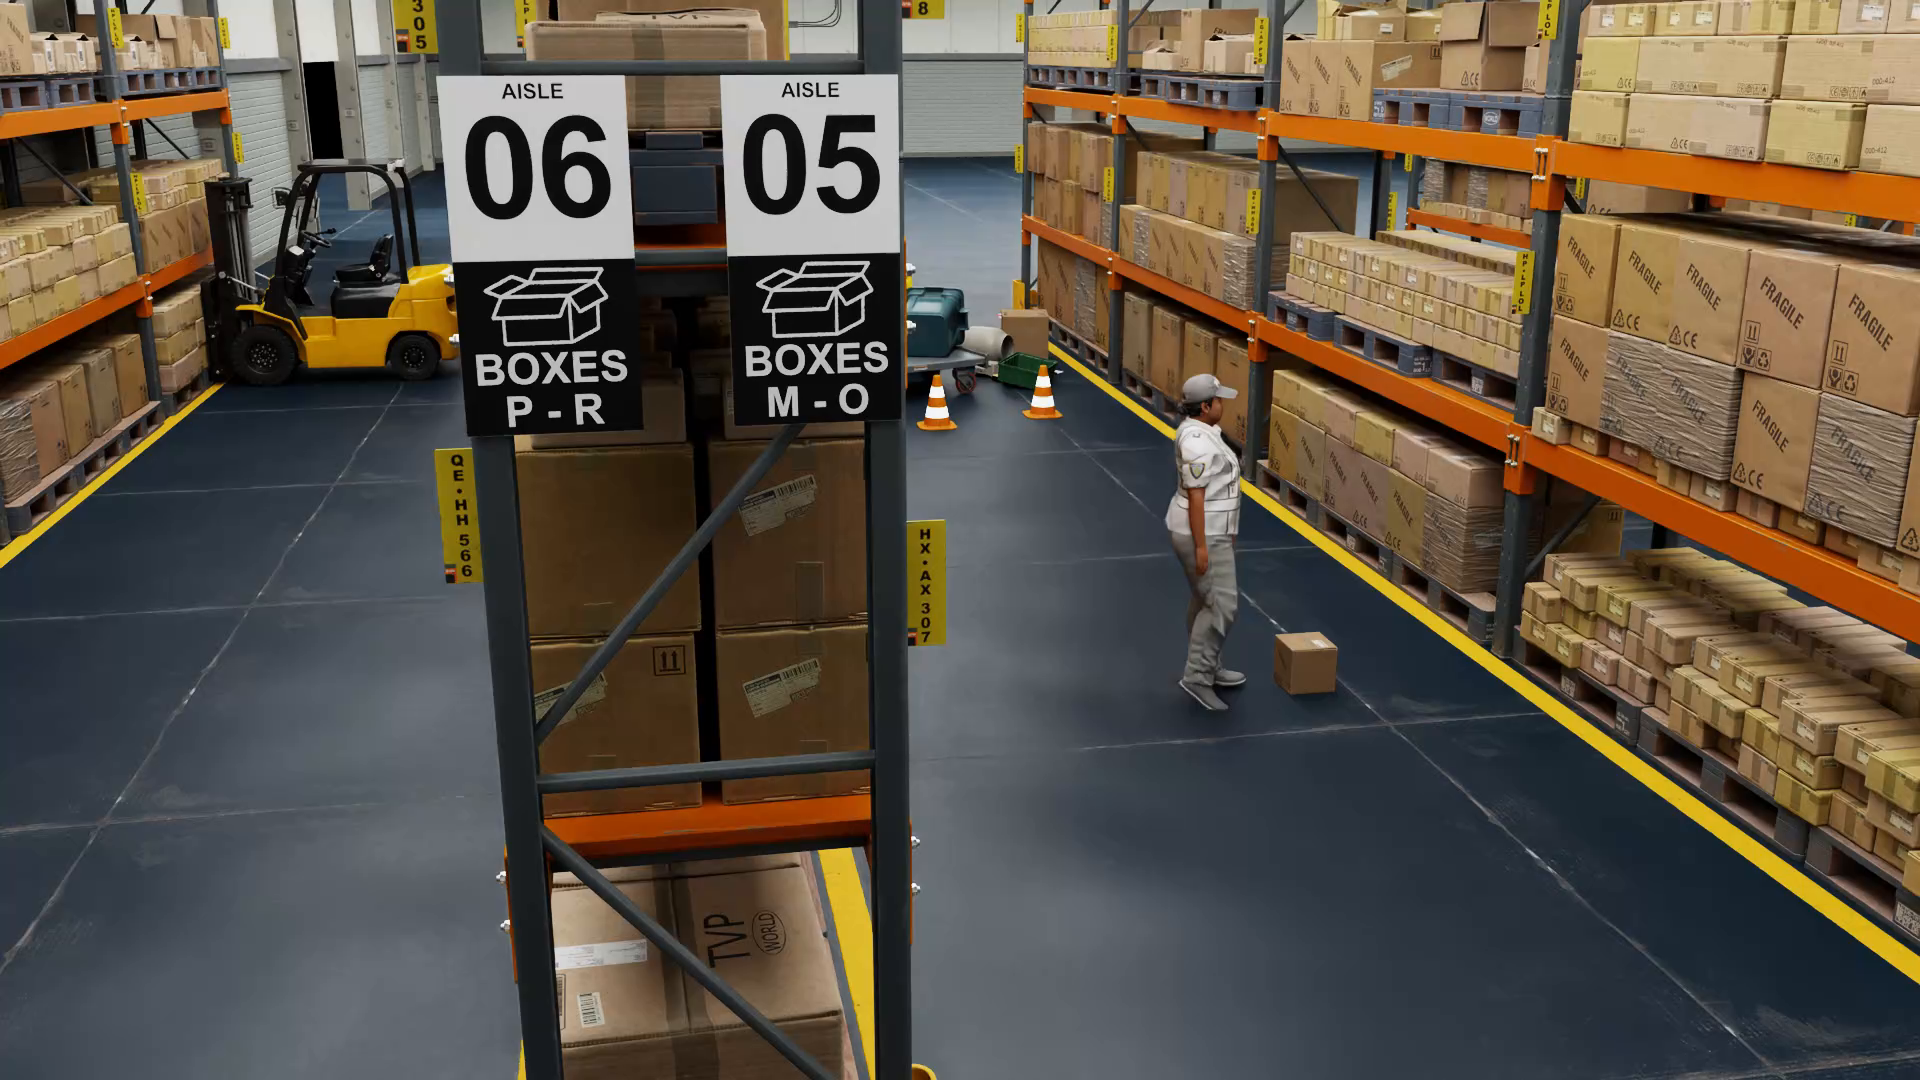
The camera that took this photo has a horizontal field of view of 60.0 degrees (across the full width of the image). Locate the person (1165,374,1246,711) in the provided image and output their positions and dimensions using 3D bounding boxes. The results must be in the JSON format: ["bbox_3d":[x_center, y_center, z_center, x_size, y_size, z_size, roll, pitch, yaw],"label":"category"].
[{"bbox_3d":[1.280,0.009,8.526,0.456,1.735,0.528,1,17,4],"label":"person"}]
